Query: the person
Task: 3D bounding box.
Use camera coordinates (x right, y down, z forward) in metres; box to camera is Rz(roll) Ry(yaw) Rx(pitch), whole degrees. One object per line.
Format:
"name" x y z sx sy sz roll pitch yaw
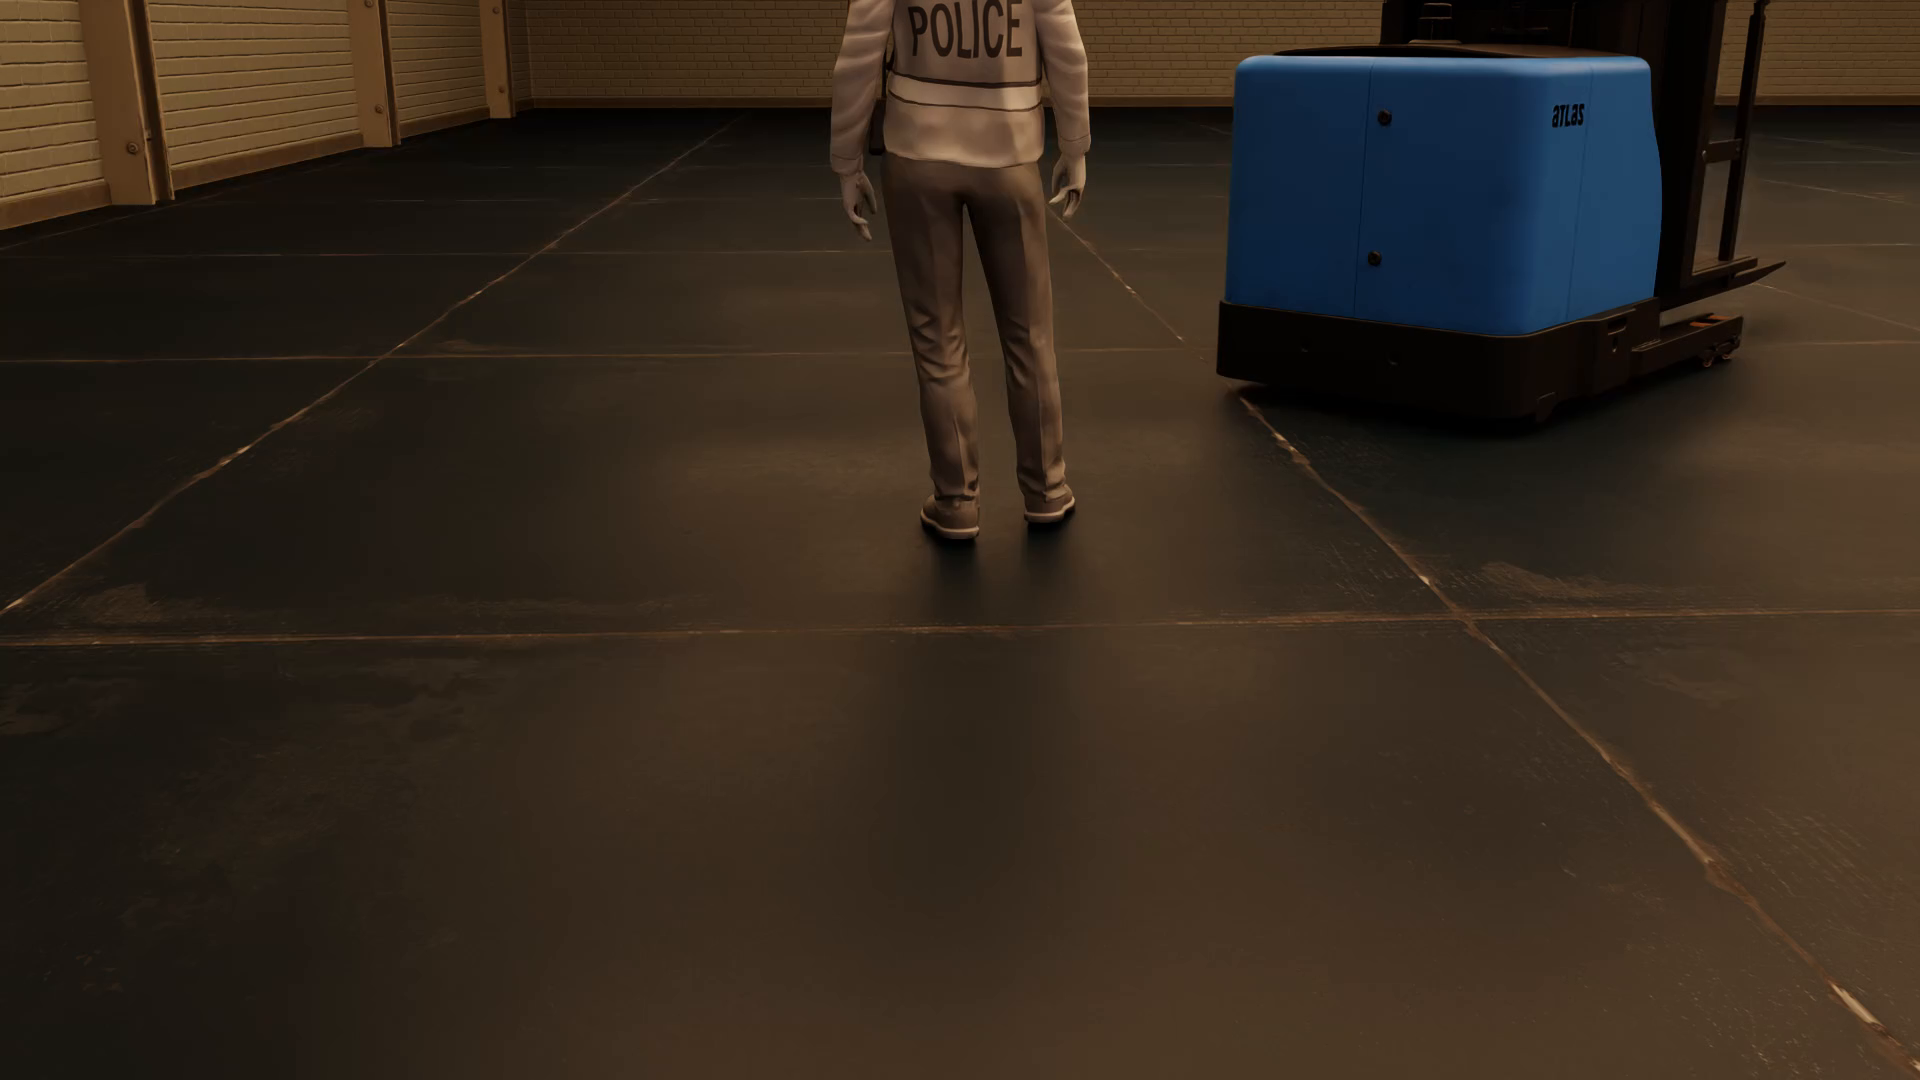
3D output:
"person" 0.003 -0.837 3.735 0.587 1.694 0.529 -1 17 -3

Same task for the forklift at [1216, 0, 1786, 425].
"forklift" 2.206 -2.101 5.777 1.130 2.935 3.031 15 22 40
